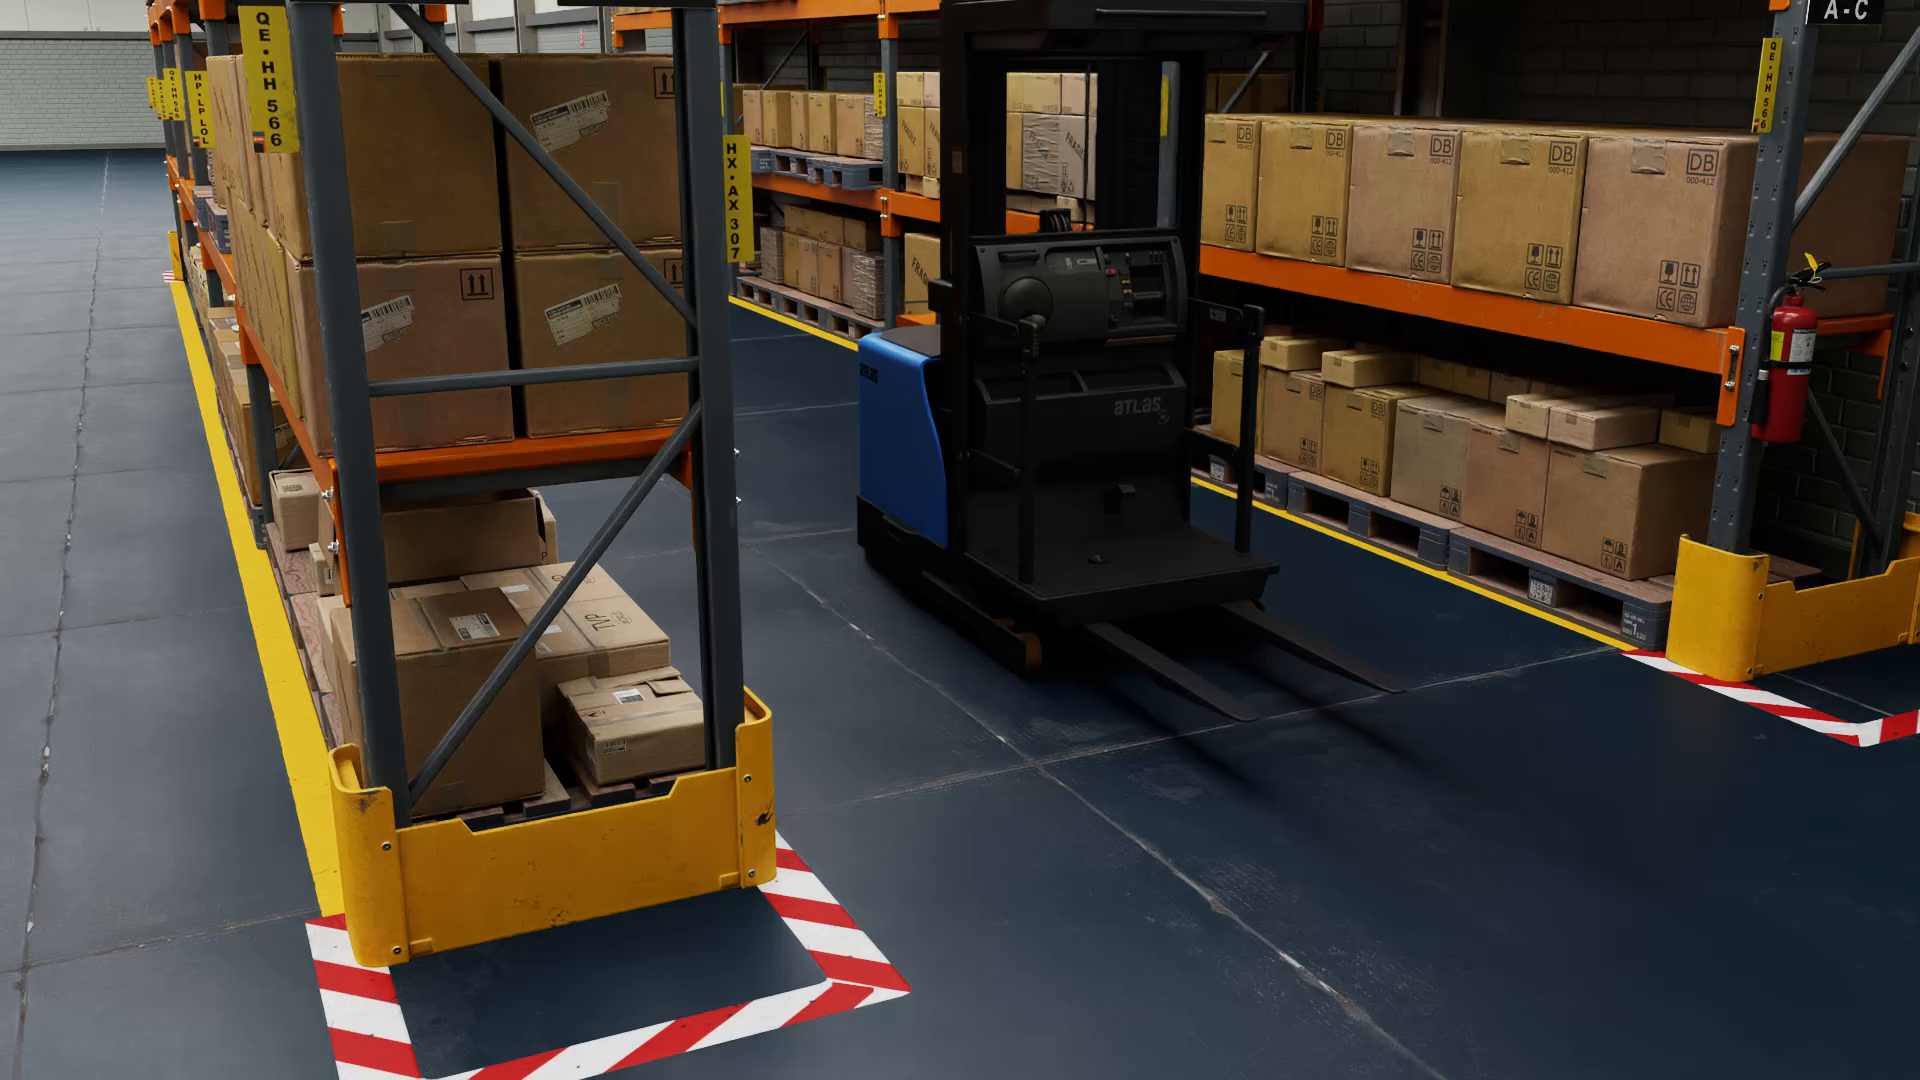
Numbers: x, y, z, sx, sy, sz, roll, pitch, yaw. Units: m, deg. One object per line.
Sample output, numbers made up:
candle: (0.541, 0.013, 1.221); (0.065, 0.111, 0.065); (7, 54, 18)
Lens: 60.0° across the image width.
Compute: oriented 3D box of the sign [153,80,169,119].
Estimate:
sign: (-6.835, -3.773, 14.246); (0.100, 0.325, 0.005); (-8, 18, -25)

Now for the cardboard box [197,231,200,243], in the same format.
cardboard box: (-6.945, -2.841, 15.575); (0.500, 0.500, 0.500); (-8, 18, -25)

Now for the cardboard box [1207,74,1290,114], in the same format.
cardboard box: (1.652, -2.709, 10.135); (0.500, 0.250, 0.500); (-7, 17, -23)

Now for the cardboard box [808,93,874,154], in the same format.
cardboard box: (-0.914, -3.675, 14.639); (0.700, 0.500, 0.500); (-8, 18, -25)

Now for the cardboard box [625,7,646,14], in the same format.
cardboard box: (-3.513, -6.226, 18.854); (0.500, 0.500, 0.500); (-6, 17, -21)

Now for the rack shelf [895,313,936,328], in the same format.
rack shelf: (-0.107, -1.022, 8.211); (0.258, 0.148, 0.480); (-7, 18, -24)

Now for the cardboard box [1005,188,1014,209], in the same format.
cardboard box: (0.485, -2.394, 11.574); (0.380, 0.149, 0.250); (-8, 18, -25)

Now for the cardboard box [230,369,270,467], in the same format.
cardboard box: (-3.515, -0.624, 8.720); (0.500, 0.500, 0.500); (-8, 18, -25)

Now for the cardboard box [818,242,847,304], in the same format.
cardboard box: (-0.859, -2.437, 15.040); (0.700, 0.500, 0.500); (-8, 18, -25)

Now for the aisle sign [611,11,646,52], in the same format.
aisle sign: (-3.939, -6.209, 19.734); (0.394, 0.787, 0.004); (-8, 18, -25)

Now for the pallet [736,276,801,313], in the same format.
pallet: (-1.543, -2.452, 16.414); (1.003, 0.211, 1.213); (-8, 18, -25)

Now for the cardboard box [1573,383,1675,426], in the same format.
cardboard box: (2.987, -0.602, 7.506); (0.380, 0.149, 0.250); (-8, 18, -25)

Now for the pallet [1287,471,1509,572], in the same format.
pallet: (2.421, -0.161, 8.428); (1.003, 0.211, 1.213); (-8, 18, -25)

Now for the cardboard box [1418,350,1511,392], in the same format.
cardboard box: (2.542, -0.854, 8.382); (0.380, 0.149, 0.250); (-8, 18, -26)

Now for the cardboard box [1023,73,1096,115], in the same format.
cardboard box: (0.746, -2.902, 10.810); (0.500, 0.250, 0.500); (-7, 18, -24)

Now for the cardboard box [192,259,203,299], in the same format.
cardboard box: (-5.937, -2.150, 13.512); (0.500, 0.311, 0.500); (-8, 18, -27)

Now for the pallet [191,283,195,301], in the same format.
pallet: (-7.186, -2.551, 16.757); (1.003, 0.211, 1.213); (-8, 18, -25)

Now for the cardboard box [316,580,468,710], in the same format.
cardboard box: (-1.928, 0.355, 5.761); (0.500, 0.250, 0.500); (-8, 18, -25)

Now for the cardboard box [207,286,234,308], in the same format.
cardboard box: (-5.035, -1.644, 11.748); (0.500, 0.311, 0.500); (-7, 17, -23)

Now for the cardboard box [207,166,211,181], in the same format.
cardboard box: (-6.132, -3.021, 13.795); (0.380, 0.149, 0.250); (-8, 18, -25)

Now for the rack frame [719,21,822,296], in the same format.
rack frame: (-1.885, -3.986, 16.701); (1.000, 3.000, 0.127); (-8, 18, -25)

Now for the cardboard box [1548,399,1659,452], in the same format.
cardboard box: (2.755, -0.493, 7.127); (0.380, 0.149, 0.250); (-8, 18, -26)

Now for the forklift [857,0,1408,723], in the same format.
forklift: (0.589, -1.024, 6.505); (1.130, 2.935, 3.031); (-7, 18, -24)

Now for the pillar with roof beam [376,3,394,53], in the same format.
pillar with roof beam: (-19.566, -14.710, 43.198); (9.100, 9.000, 0.400); (-8, 18, -25)

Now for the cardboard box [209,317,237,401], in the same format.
cardboard box: (-4.407, -1.128, 10.476); (0.500, 0.500, 0.500); (-8, 18, -27)

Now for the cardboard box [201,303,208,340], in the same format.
cardboard box: (-5.709, -1.755, 13.152); (0.500, 0.250, 0.500); (-7, 18, -24)

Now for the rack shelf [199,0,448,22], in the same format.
rack shelf: (-1.956, -2.002, 5.657); (1.077, 0.370, 4.000); (-8, 18, -25)

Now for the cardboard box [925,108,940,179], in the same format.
cardboard box: (0.071, -2.912, 12.203); (0.500, 0.500, 0.500); (-7, 17, -23)

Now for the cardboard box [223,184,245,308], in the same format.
cardboard box: (-2.854, -1.291, 7.130); (0.500, 0.500, 0.500); (-7, 17, -23)

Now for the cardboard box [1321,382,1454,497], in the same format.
cardboard box: (2.295, -0.552, 8.506); (0.700, 0.500, 0.500); (-7, 18, -24)

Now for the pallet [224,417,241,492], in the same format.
pallet: (-3.761, -0.562, 9.826); (1.003, 0.211, 1.213); (-8, 18, -25)

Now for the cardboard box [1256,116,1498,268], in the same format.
cardboard box: (2.157, -1.828, 8.639); (0.980, 0.700, 0.700); (-8, 18, -26)

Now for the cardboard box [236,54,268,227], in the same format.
cardboard box: (-1.975, -1.269, 5.242); (0.500, 0.500, 0.500); (-7, 17, -23)

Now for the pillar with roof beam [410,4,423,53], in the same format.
pillar with roof beam: (-16.937, -13.223, 38.014); (9.100, 9.000, 0.400); (-8, 18, -25)

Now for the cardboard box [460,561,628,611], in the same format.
cardboard box: (-1.501, 0.283, 6.015); (0.500, 0.250, 0.500); (-8, 18, -25)

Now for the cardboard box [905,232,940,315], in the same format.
cardboard box: (0.071, -1.964, 12.793); (0.750, 0.750, 0.750); (-8, 18, -26)

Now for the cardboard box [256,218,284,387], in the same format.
cardboard box: (-1.965, -0.789, 5.382); (0.500, 0.500, 0.500); (-8, 18, -24)

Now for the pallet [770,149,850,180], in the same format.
pallet: (-1.037, -3.387, 14.964); (1.003, 0.211, 1.213); (-8, 18, -25)

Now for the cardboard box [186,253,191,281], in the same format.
cardboard box: (-7.398, -2.726, 16.536); (0.500, 0.250, 0.500); (-8, 18, -25)

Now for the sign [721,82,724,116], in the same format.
sign: (-2.370, -4.334, 16.346); (0.100, 0.325, 0.005); (-8, 18, -25)

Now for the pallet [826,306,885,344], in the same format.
pallet: (-0.474, -1.847, 14.305); (1.003, 0.211, 1.213); (-8, 18, -25)

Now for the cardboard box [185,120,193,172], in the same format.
cardboard box: (-6.774, -3.673, 15.432); (0.700, 0.500, 0.500); (-8, 18, -25)

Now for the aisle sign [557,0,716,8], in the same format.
aisle sign: (-0.786, -1.679, 3.949); (0.394, 0.787, 0.004); (-8, 18, -25)

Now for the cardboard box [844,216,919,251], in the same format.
cardboard box: (-0.689, -2.685, 14.544); (0.500, 0.250, 0.500); (-7, 18, -24)

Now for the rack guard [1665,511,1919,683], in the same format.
rack guard: (3.382, 0.197, 6.656); (1.175, 0.500, 0.348); (-8, 18, -25)

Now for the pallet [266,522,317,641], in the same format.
pallet: (-2.532, 0.109, 7.490); (1.003, 0.211, 1.213); (-8, 18, -25)

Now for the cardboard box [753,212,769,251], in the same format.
cardboard box: (-2.376, -3.248, 17.865); (0.500, 0.500, 0.500); (-9, 18, -29)

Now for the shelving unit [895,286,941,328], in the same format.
shelving unit: (-0.107, -0.644, 8.320); (0.258, 1.200, 0.503); (-7, 18, -24)

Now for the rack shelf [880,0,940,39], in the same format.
rack shelf: (0.743, -3.594, 11.202); (1.077, 0.370, 4.000); (-8, 18, -25)

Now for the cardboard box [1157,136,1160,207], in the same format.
cardboard box: (1.191, -2.287, 10.024); (0.500, 0.500, 0.500); (-8, 18, -26)

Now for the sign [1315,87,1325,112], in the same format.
sign: (2.118, -2.523, 9.893); (0.100, 0.325, 0.005); (-8, 18, -25)

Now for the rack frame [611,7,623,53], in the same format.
rack frame: (-3.638, -4.977, 20.157); (1.000, 3.000, 0.127); (-8, 18, -25)

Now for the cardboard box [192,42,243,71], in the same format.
cardboard box: (-6.537, -4.167, 14.800); (0.700, 0.500, 0.500); (-8, 18, -25)

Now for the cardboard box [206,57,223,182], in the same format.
cardboard box: (-2.878, -1.780, 7.022); (0.500, 0.500, 0.500); (-7, 17, -23)

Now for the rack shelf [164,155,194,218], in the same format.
rack shelf: (-7.213, -3.536, 16.439); (1.077, 0.370, 4.000); (-8, 18, -25)

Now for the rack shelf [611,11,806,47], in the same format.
rack shelf: (-2.761, -5.577, 18.115); (1.077, 0.370, 4.000); (-8, 18, -25)

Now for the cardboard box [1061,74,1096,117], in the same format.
cardboard box: (0.970, -2.776, 10.369); (0.500, 0.250, 0.500); (-7, 18, -24)

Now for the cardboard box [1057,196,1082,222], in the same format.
cardboard box: (0.843, -2.128, 10.648); (0.380, 0.149, 0.250); (-8, 18, -25)
